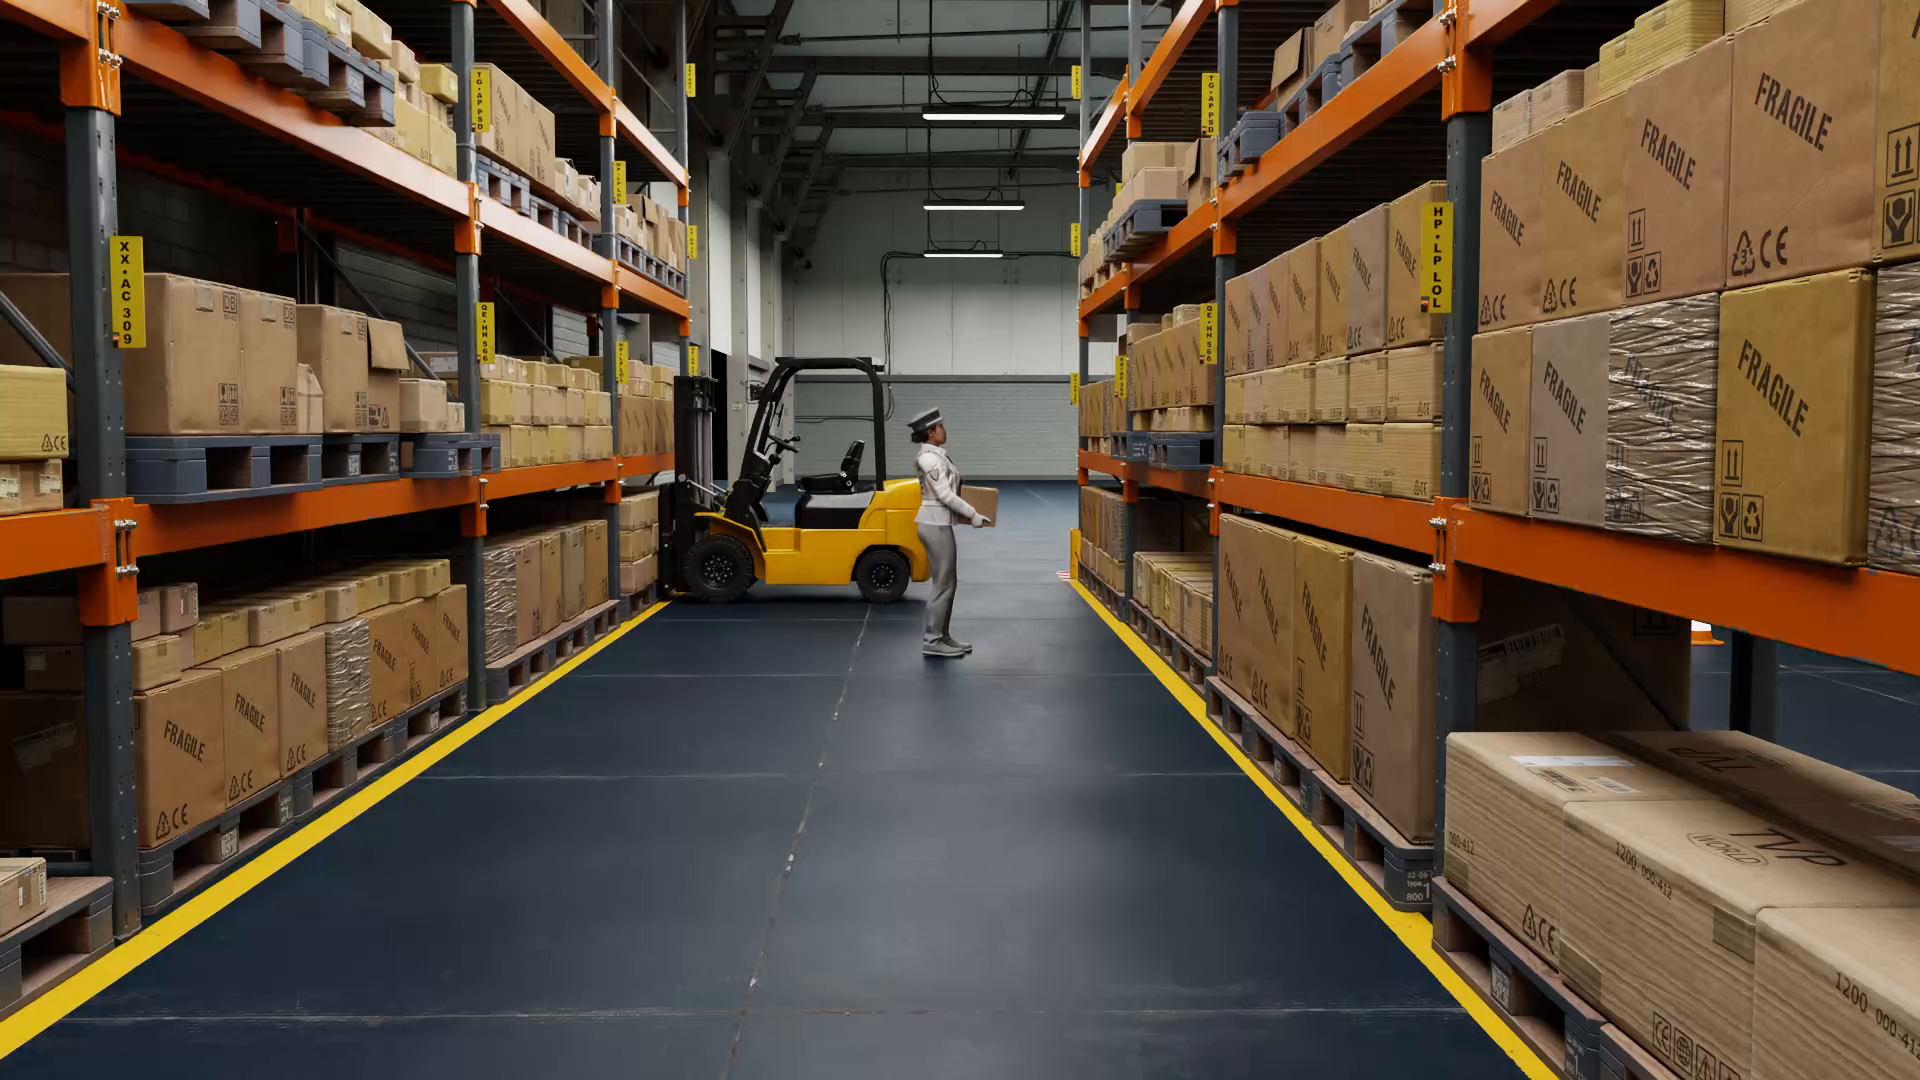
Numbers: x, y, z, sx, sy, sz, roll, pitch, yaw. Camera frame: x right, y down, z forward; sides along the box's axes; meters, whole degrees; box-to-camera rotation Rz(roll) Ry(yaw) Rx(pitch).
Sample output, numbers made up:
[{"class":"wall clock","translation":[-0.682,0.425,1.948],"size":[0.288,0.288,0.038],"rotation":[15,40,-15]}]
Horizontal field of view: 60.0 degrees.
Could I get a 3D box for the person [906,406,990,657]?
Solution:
[{"class":"person","translation":[-0.080,-0.066,11.272],"size":[0.563,1.687,0.461],"rotation":[0,4,-1]}]
